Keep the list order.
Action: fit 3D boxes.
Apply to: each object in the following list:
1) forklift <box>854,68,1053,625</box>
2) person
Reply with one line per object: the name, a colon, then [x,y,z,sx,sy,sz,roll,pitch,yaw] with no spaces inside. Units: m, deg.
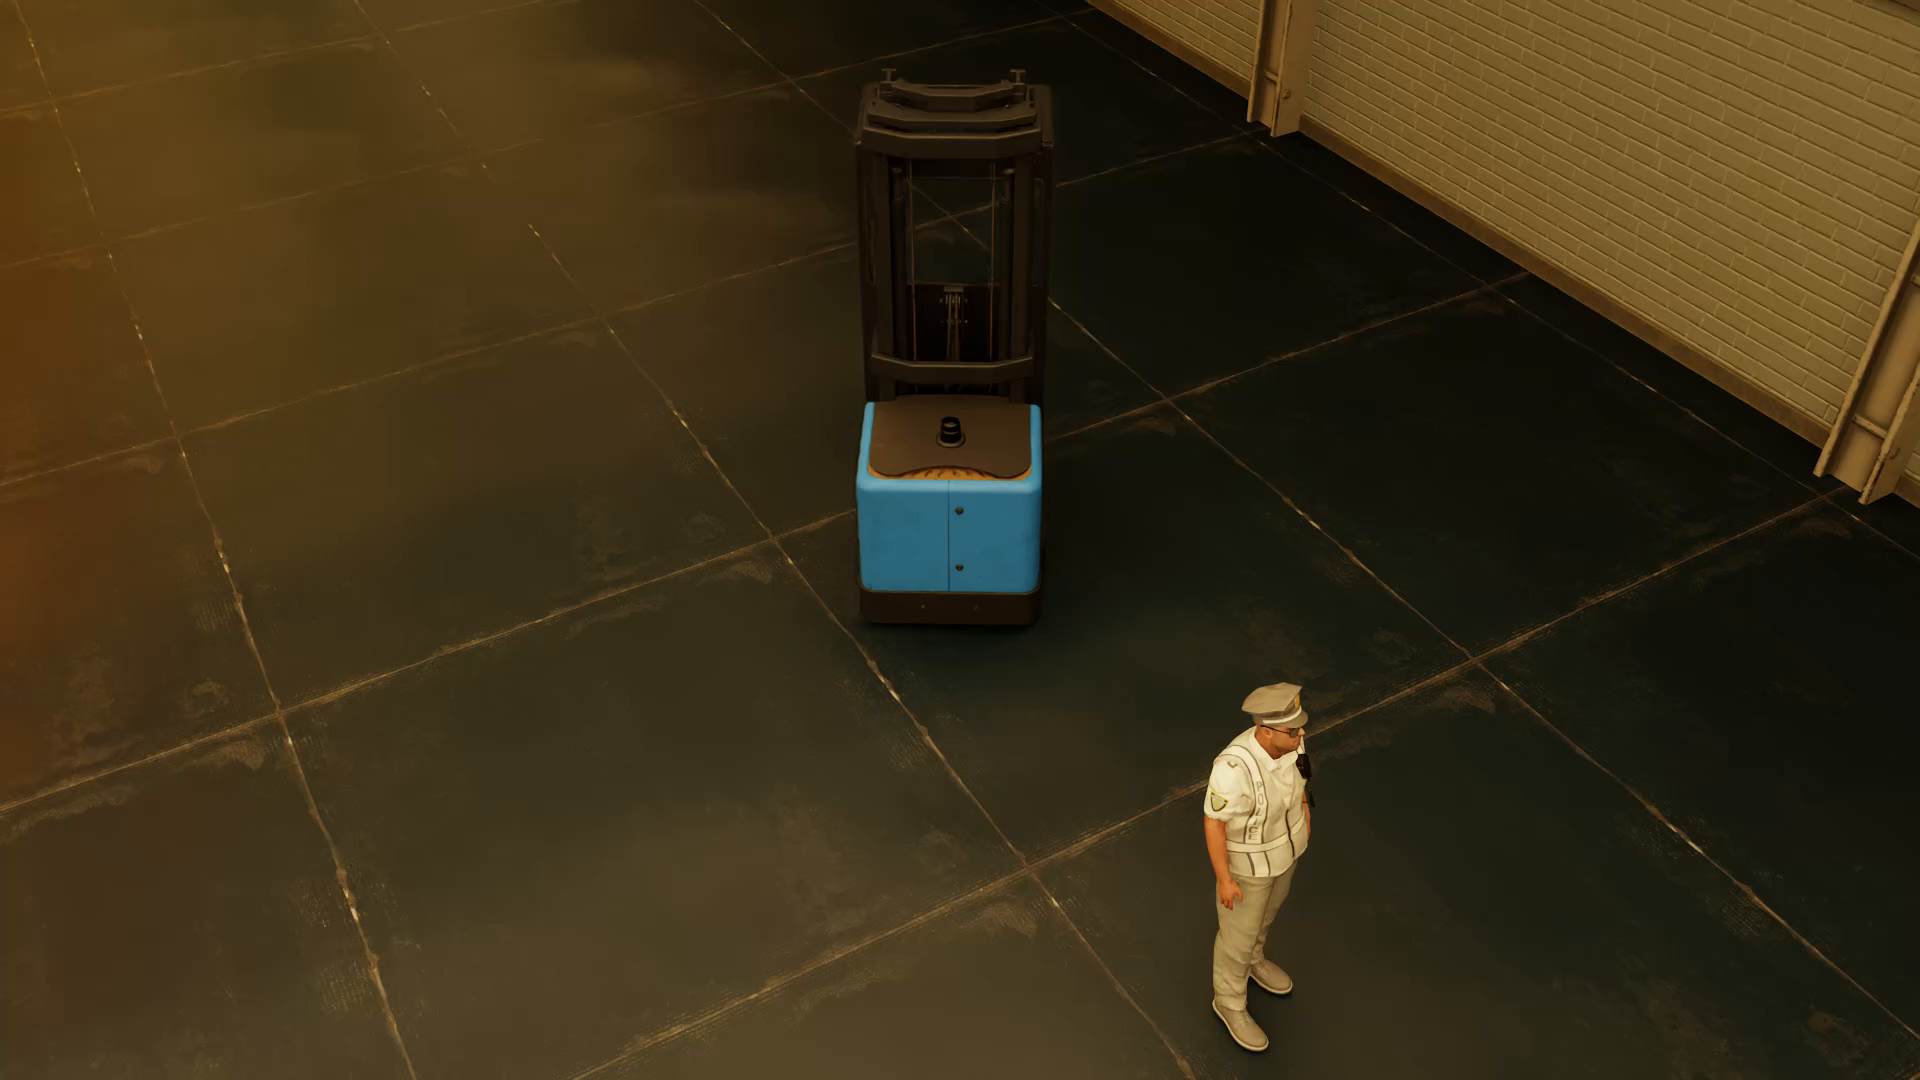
forklift: [-0.027,-1.551,9.906,1.130,2.935,3.031,1,40,1]
person: [1.364,1.383,7.258,0.640,1.780,0.576,-32,49,-33]
